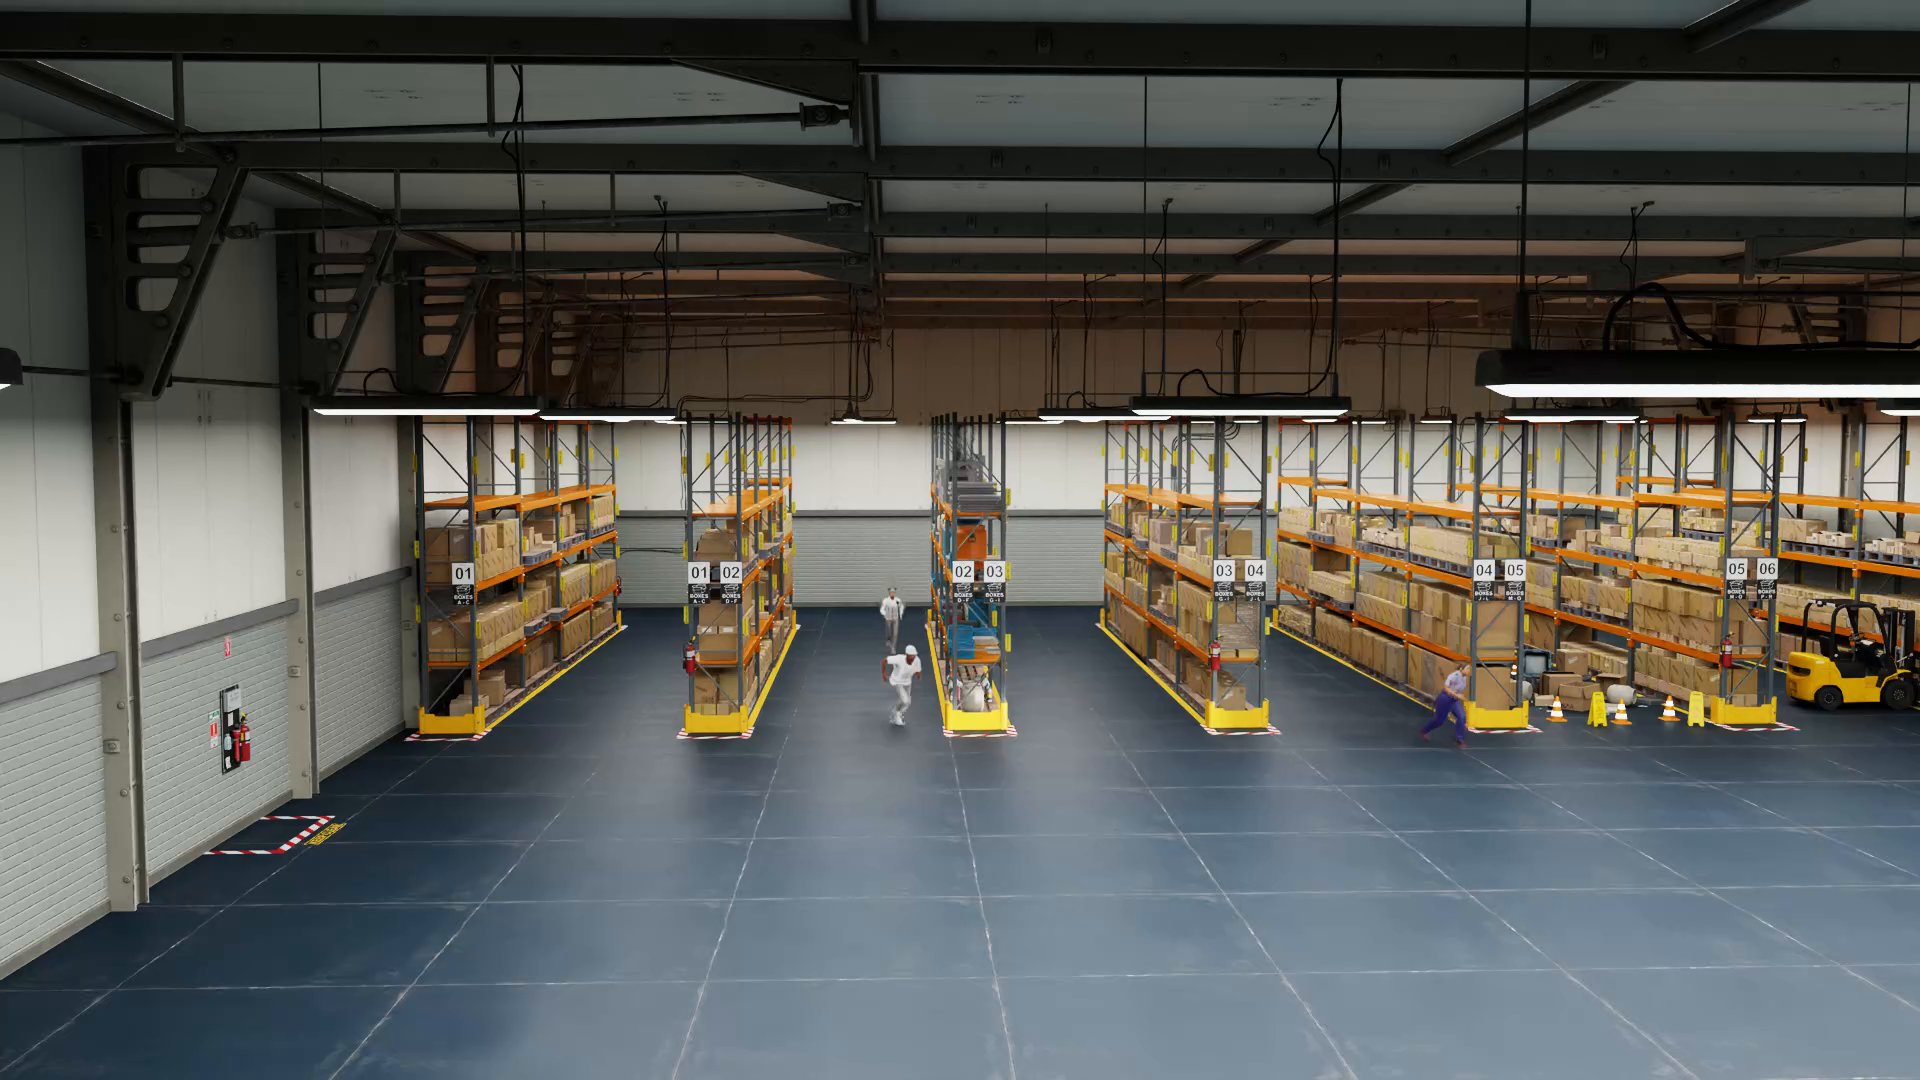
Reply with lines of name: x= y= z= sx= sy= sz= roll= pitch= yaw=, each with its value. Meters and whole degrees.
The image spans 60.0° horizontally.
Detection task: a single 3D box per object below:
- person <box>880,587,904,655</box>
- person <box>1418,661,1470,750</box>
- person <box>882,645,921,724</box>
person: x=-1.692 y=1.992 z=41.556 sx=0.605 sy=1.672 sz=0.841 roll=-1 pitch=4 yaw=-7
person: x=8.691 y=2.938 z=29.793 sx=0.974 sy=1.613 sz=0.646 roll=3 pitch=5 yaw=42
person: x=-1.111 y=2.768 z=31.646 sx=0.739 sy=1.579 sz=0.899 roll=-3 pitch=5 yaw=-34
